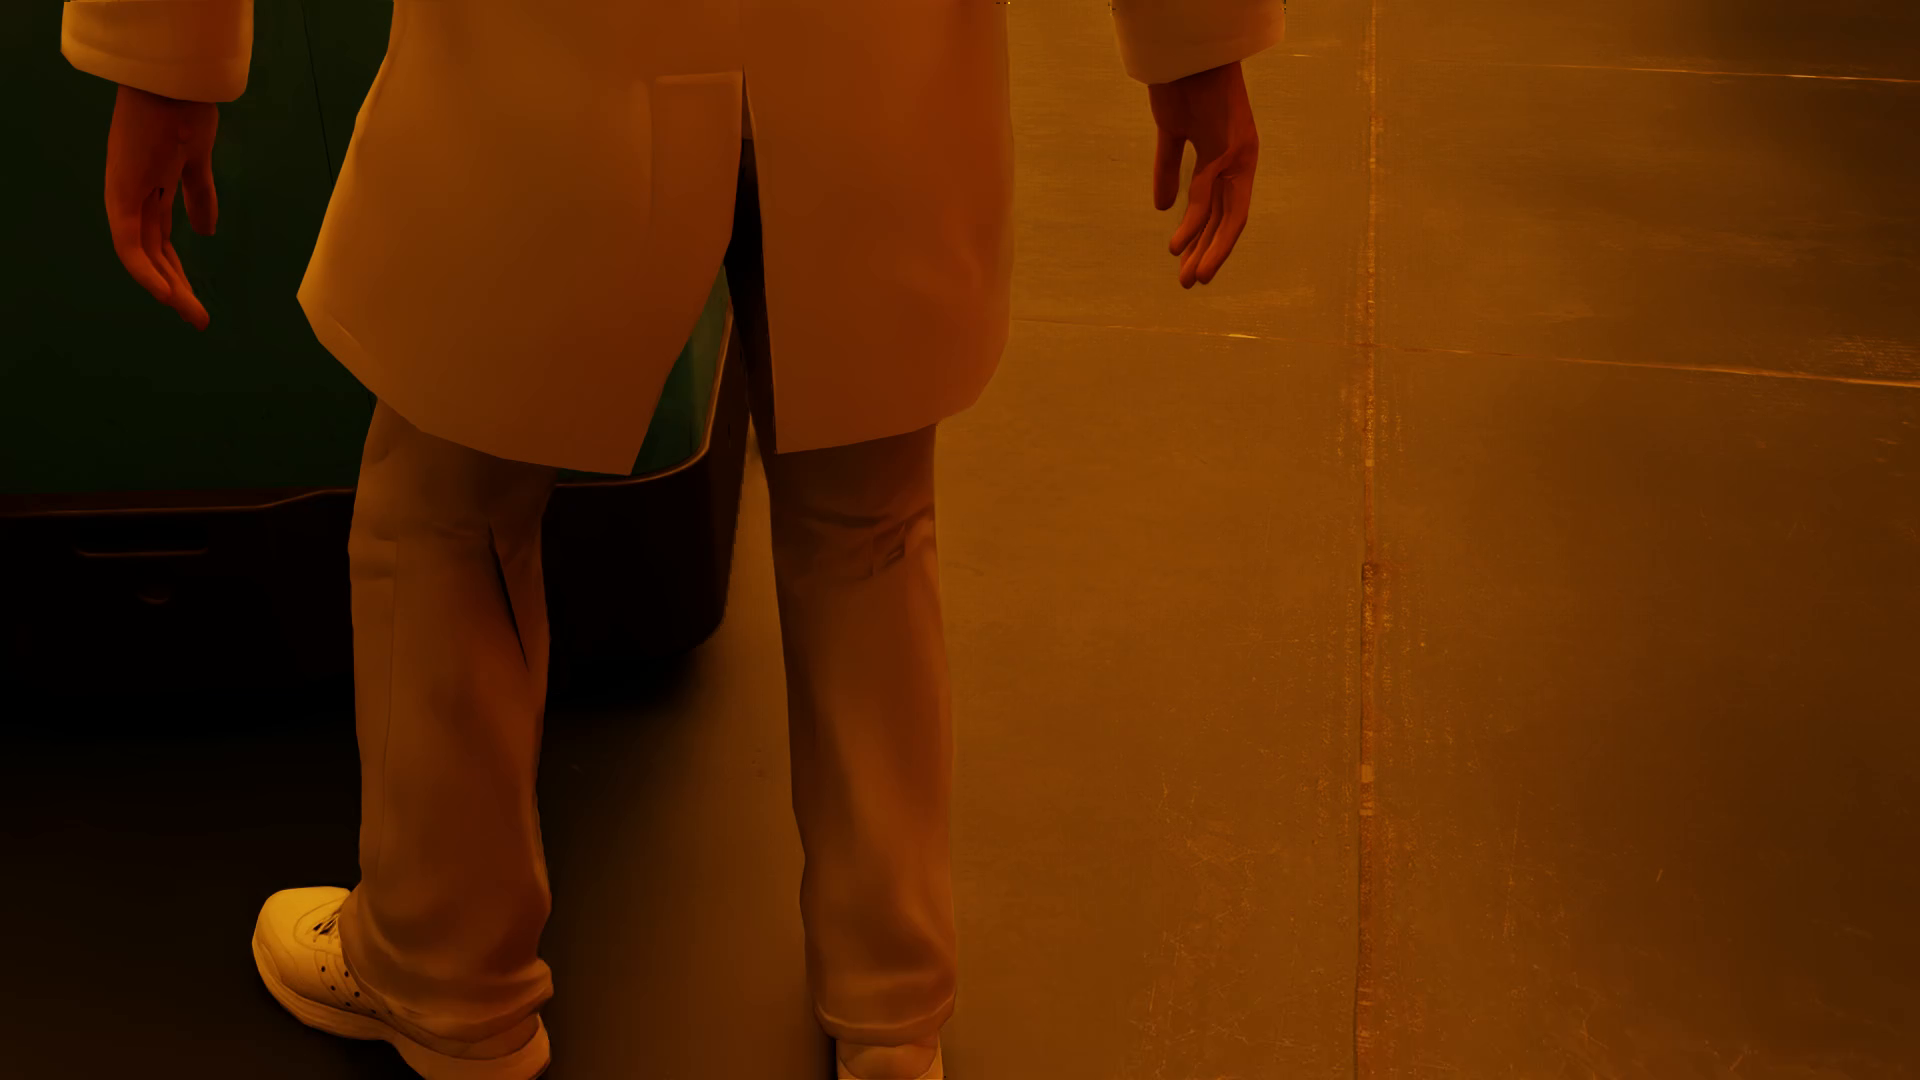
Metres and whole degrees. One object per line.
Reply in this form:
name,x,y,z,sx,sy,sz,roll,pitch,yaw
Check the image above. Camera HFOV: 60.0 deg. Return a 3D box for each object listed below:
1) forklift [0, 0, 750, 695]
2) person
forklift,-1.844,-1.292,1.807,3.031,2.935,1.130,-2,27,-3
person,-0.220,-0.330,1.225,0.899,1.750,0.427,-7,28,-14
